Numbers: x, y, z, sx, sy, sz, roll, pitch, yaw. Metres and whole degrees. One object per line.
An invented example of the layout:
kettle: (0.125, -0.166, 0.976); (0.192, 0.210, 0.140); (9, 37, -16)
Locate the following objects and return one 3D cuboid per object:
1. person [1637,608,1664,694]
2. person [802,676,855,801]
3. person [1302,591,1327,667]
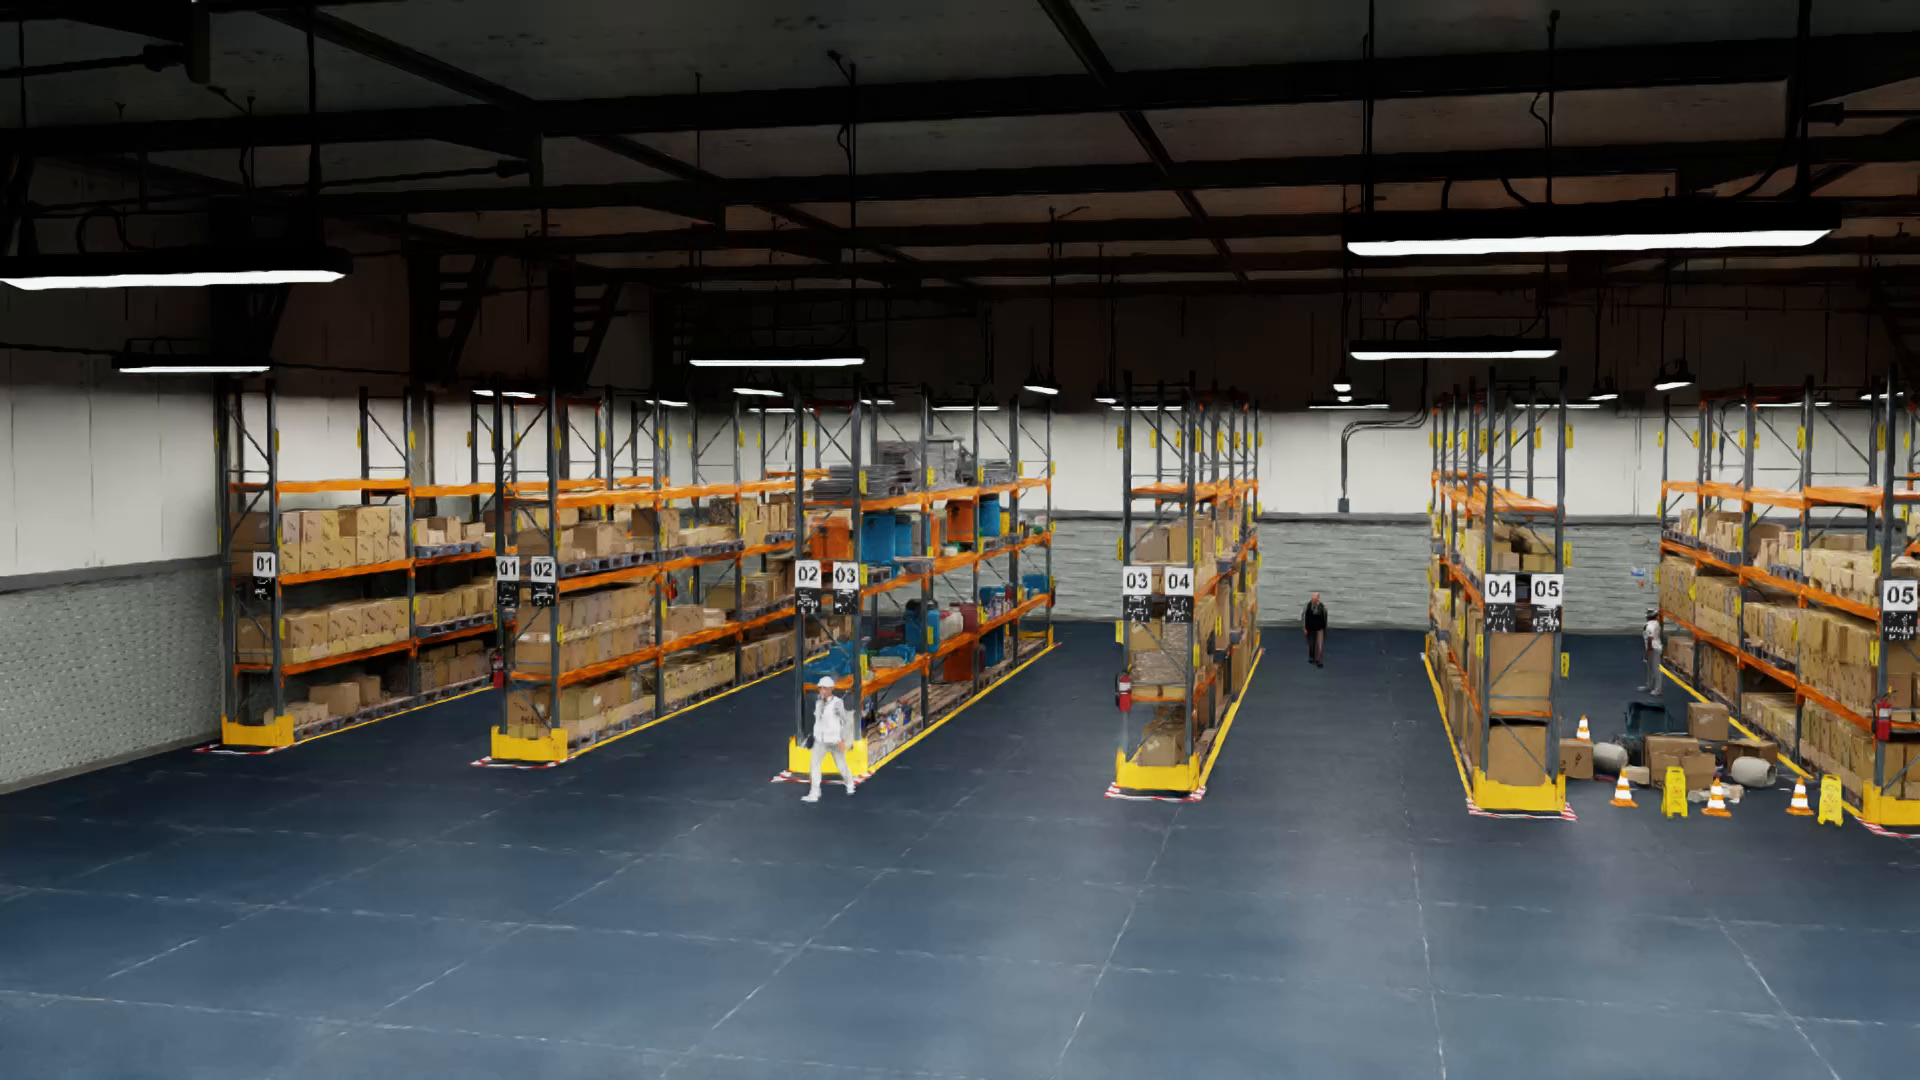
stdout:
person: (13.643, 2.186, 32.827); (0.528, 1.668, 0.566); (2, 4, 32)
person: (-1.785, 2.749, 23.138); (0.558, 1.736, 0.925); (2, 4, 29)
person: (7.852, 1.958, 36.866); (0.543, 1.647, 1.115); (1, 4, 16)
